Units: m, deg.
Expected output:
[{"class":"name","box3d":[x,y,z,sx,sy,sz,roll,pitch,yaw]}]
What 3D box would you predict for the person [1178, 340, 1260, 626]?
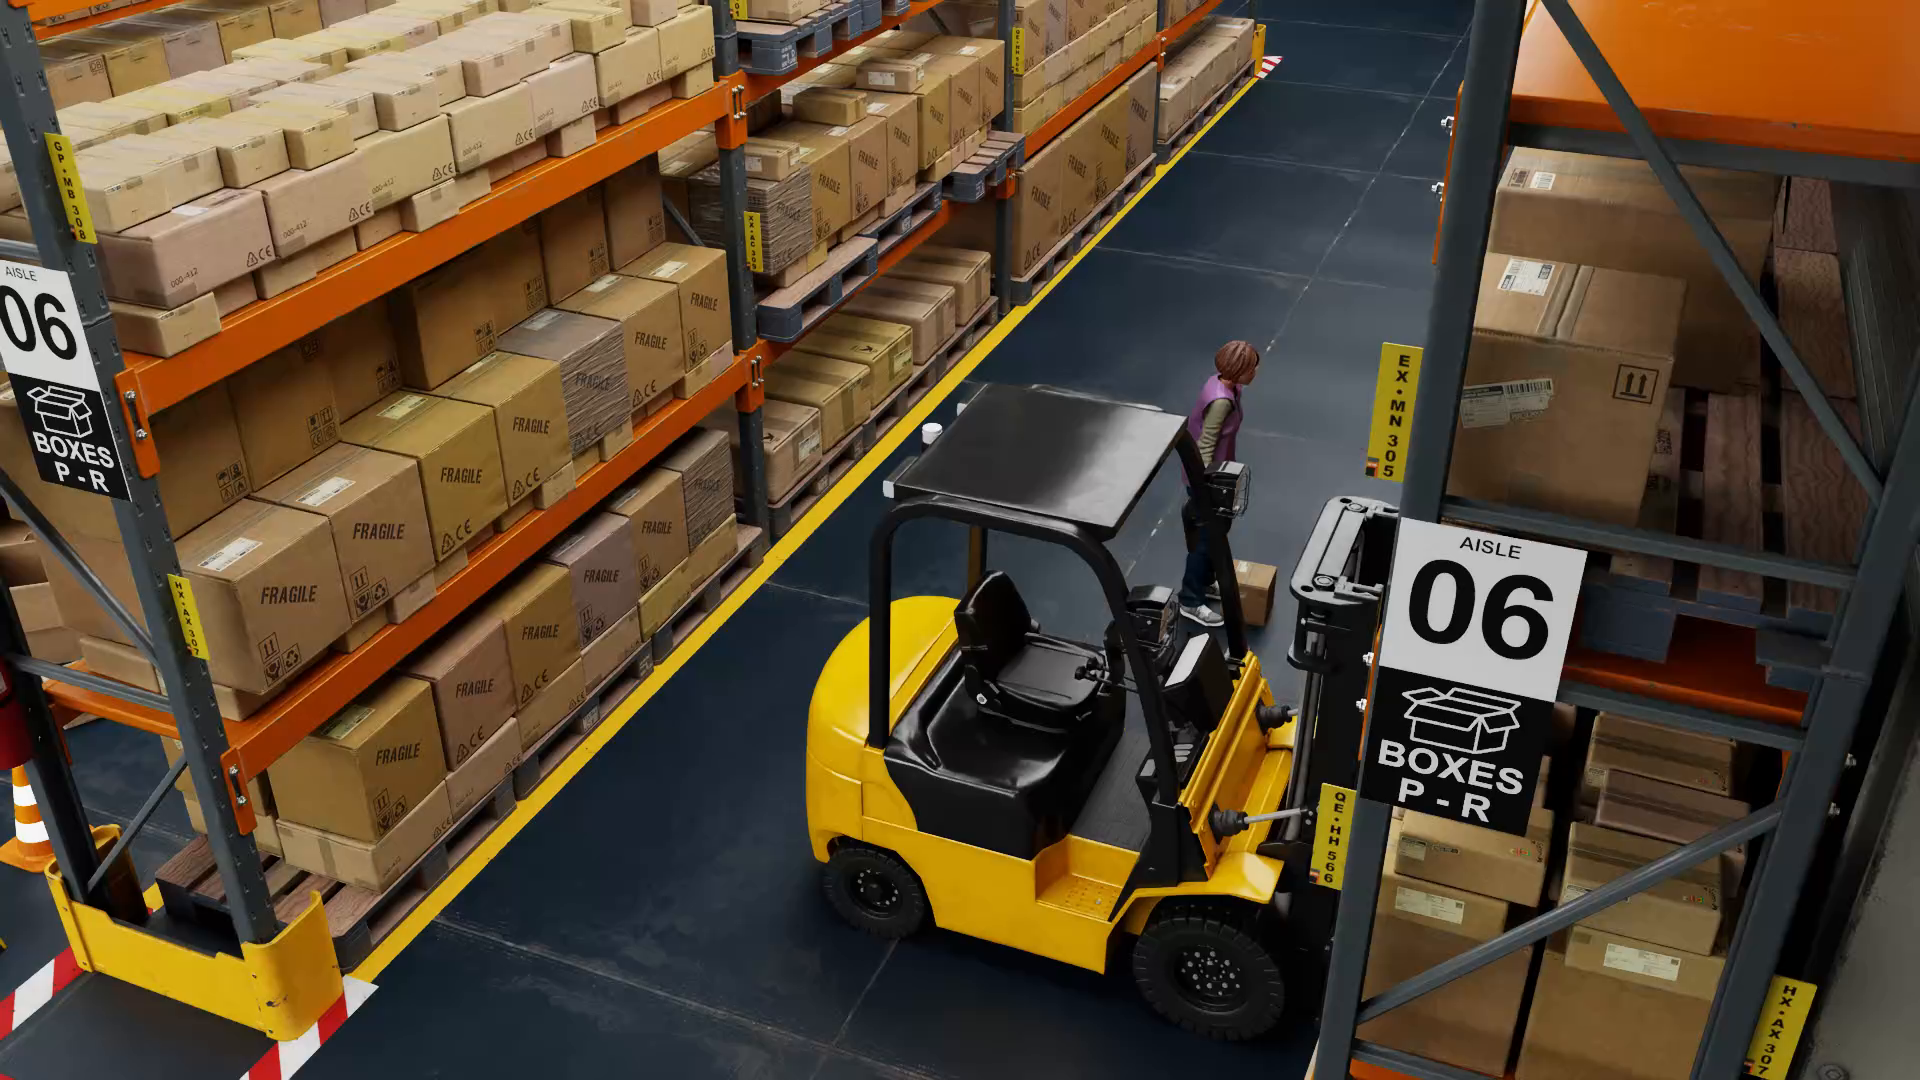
[{"class":"person","box3d":[1.372,-0.327,8.974,0.351,1.580,0.483,10,31,16]}]
